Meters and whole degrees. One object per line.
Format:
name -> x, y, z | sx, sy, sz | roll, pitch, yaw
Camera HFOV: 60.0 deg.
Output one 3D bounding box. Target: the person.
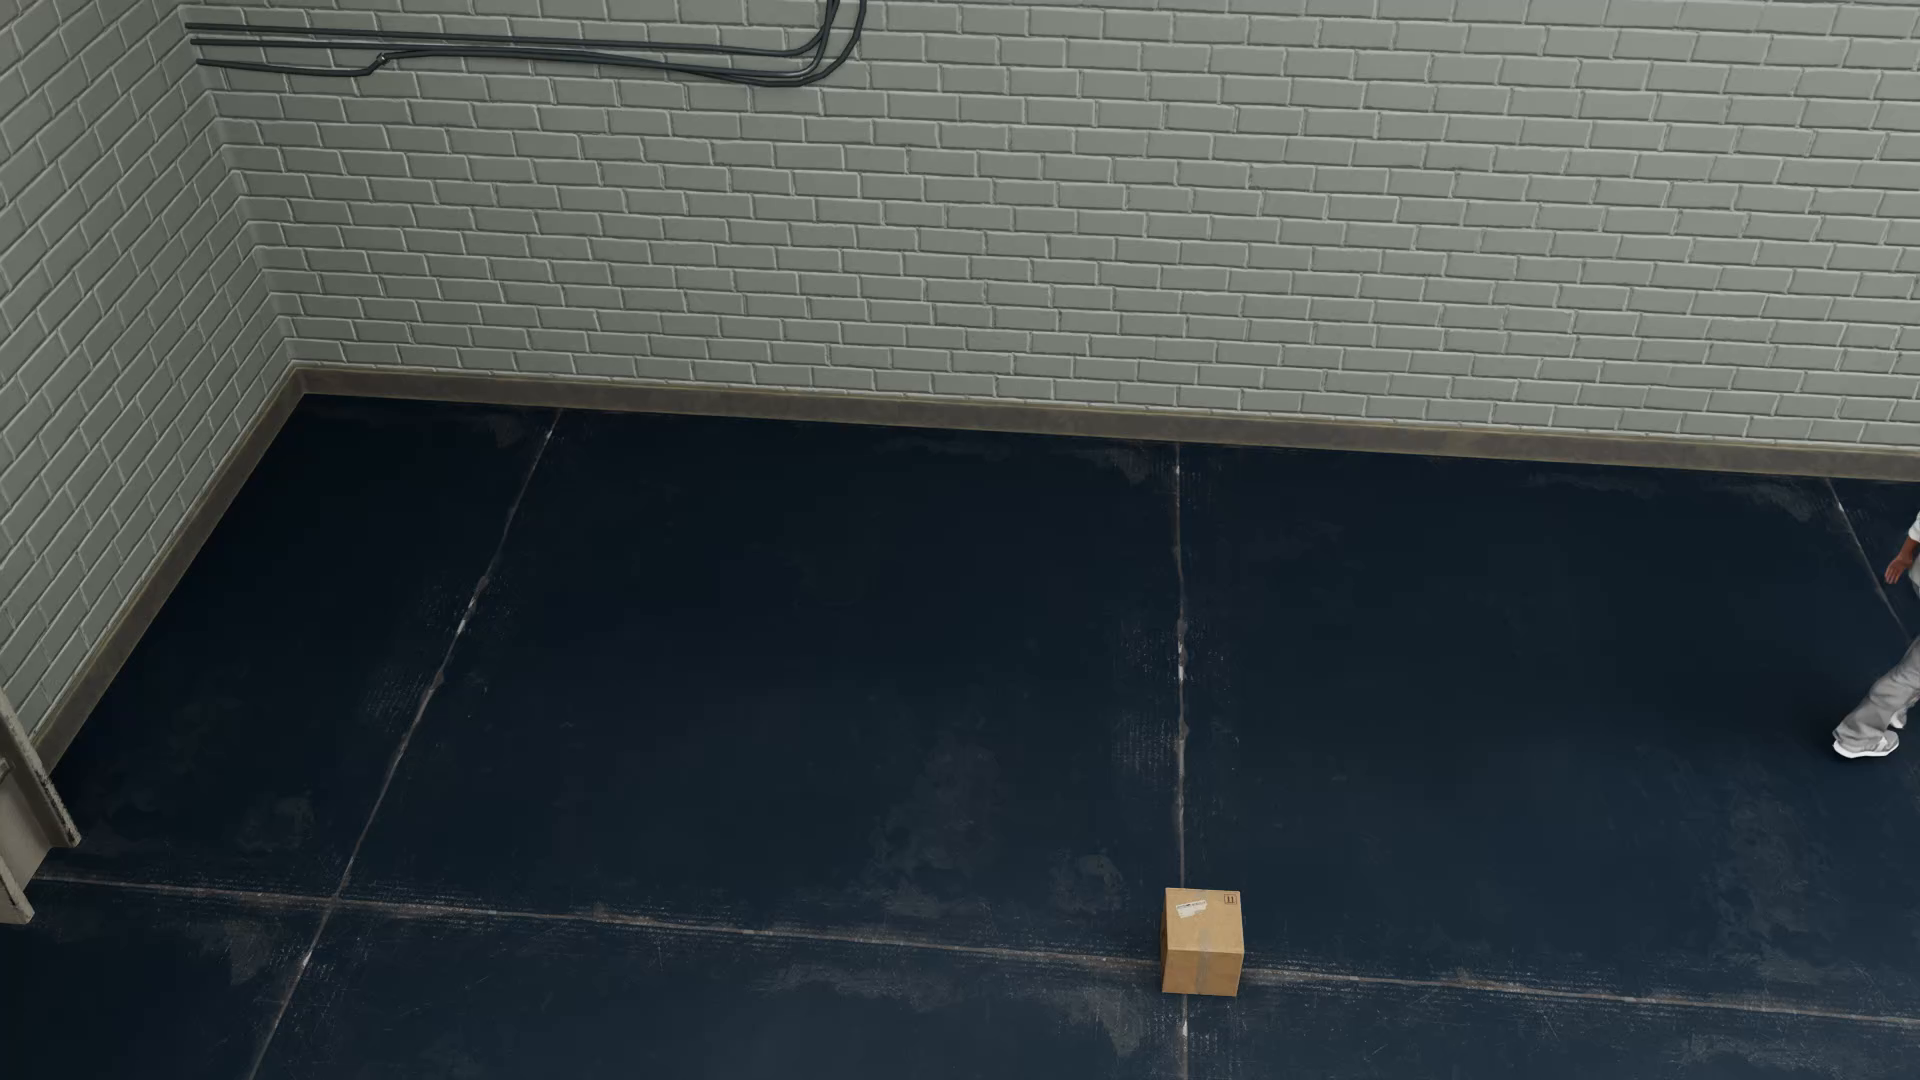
person -> 3.563, 0.192, 5.931 | 0.490, 1.631, 0.458 | -7, 41, -8
